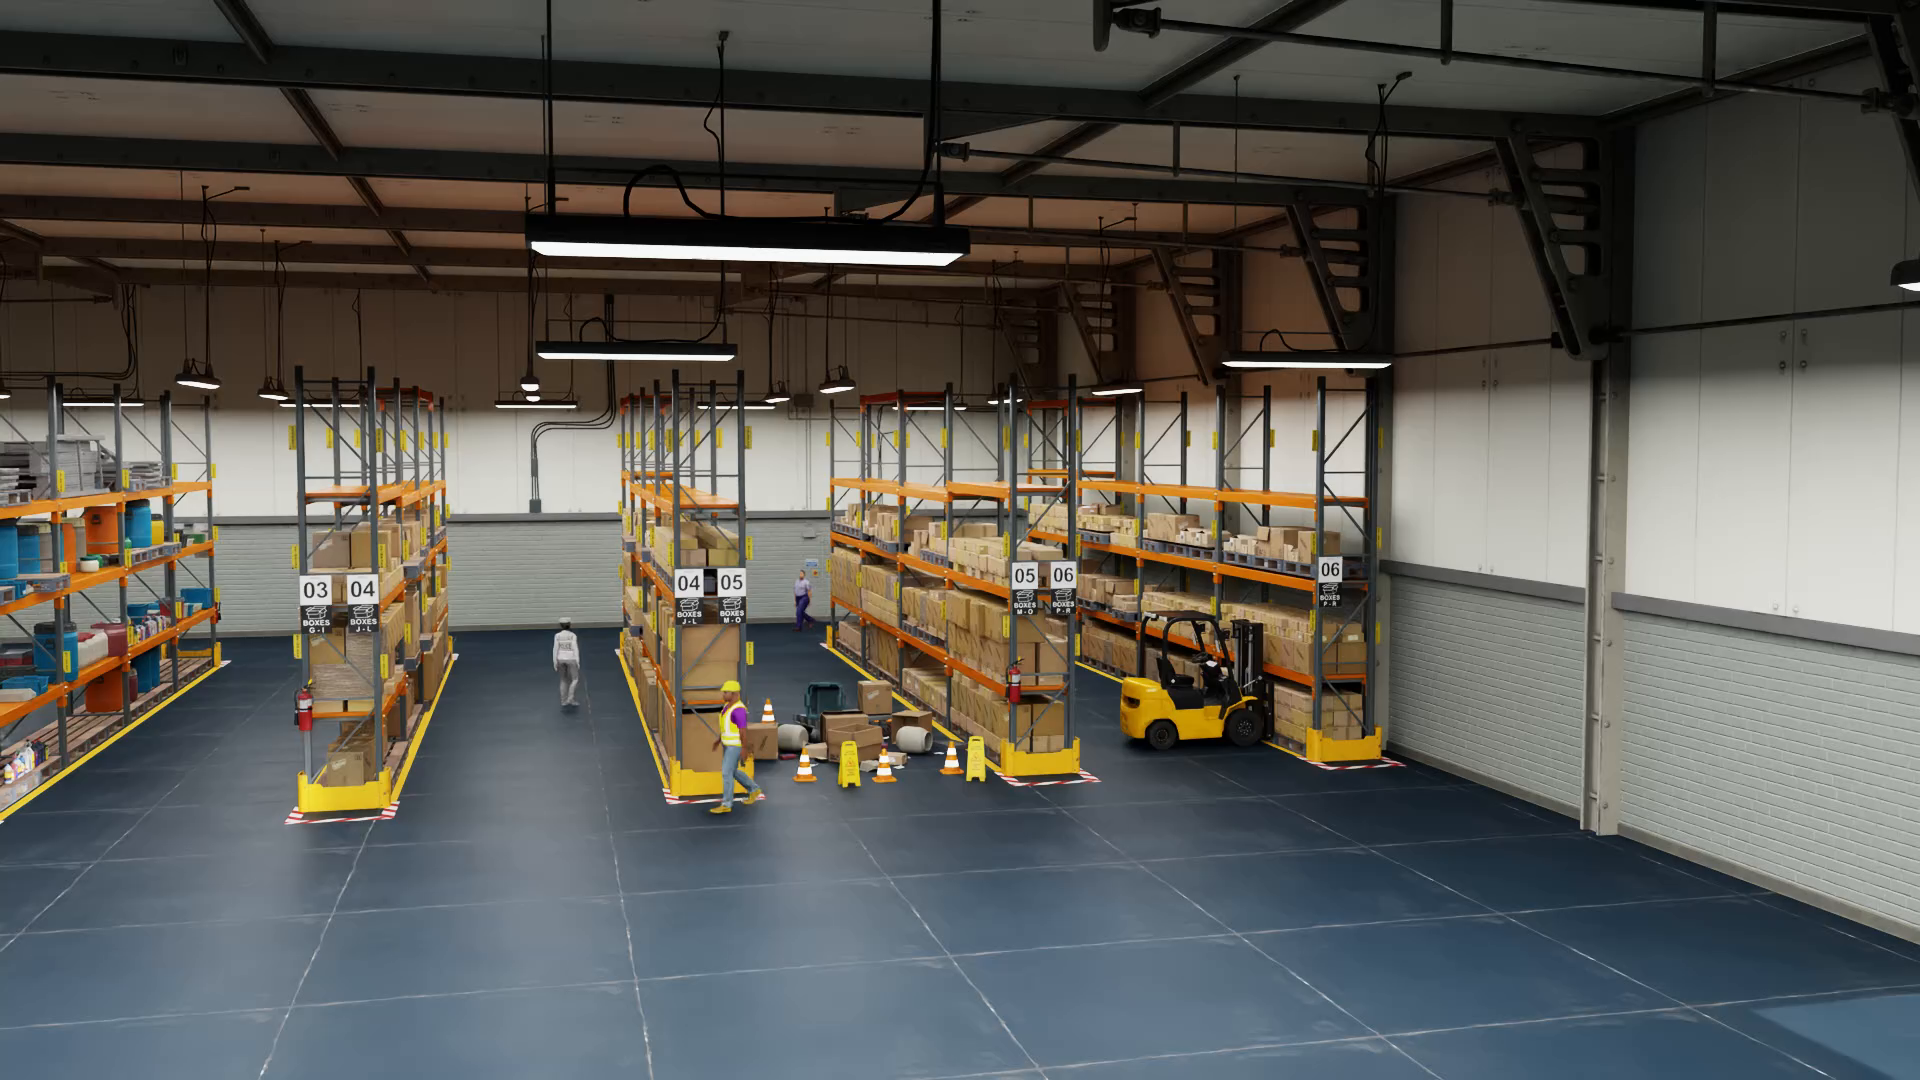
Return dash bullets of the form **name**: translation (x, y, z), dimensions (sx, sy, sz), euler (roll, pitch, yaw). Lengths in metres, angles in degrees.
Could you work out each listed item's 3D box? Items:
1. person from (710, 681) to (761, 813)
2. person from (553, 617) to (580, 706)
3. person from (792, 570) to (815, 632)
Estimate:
- **person**: translation (-3.044, 2.777, 22.536), dimensions (0.805, 1.755, 0.559), euler (-1, 4, -23)
- **person**: translation (-7.425, 2.299, 31.317), dimensions (0.521, 1.680, 0.485), euler (1, 3, 11)
- **person**: translation (-4.111, 1.580, 43.676), dimensions (0.877, 1.605, 0.458), euler (-3, 5, -41)
